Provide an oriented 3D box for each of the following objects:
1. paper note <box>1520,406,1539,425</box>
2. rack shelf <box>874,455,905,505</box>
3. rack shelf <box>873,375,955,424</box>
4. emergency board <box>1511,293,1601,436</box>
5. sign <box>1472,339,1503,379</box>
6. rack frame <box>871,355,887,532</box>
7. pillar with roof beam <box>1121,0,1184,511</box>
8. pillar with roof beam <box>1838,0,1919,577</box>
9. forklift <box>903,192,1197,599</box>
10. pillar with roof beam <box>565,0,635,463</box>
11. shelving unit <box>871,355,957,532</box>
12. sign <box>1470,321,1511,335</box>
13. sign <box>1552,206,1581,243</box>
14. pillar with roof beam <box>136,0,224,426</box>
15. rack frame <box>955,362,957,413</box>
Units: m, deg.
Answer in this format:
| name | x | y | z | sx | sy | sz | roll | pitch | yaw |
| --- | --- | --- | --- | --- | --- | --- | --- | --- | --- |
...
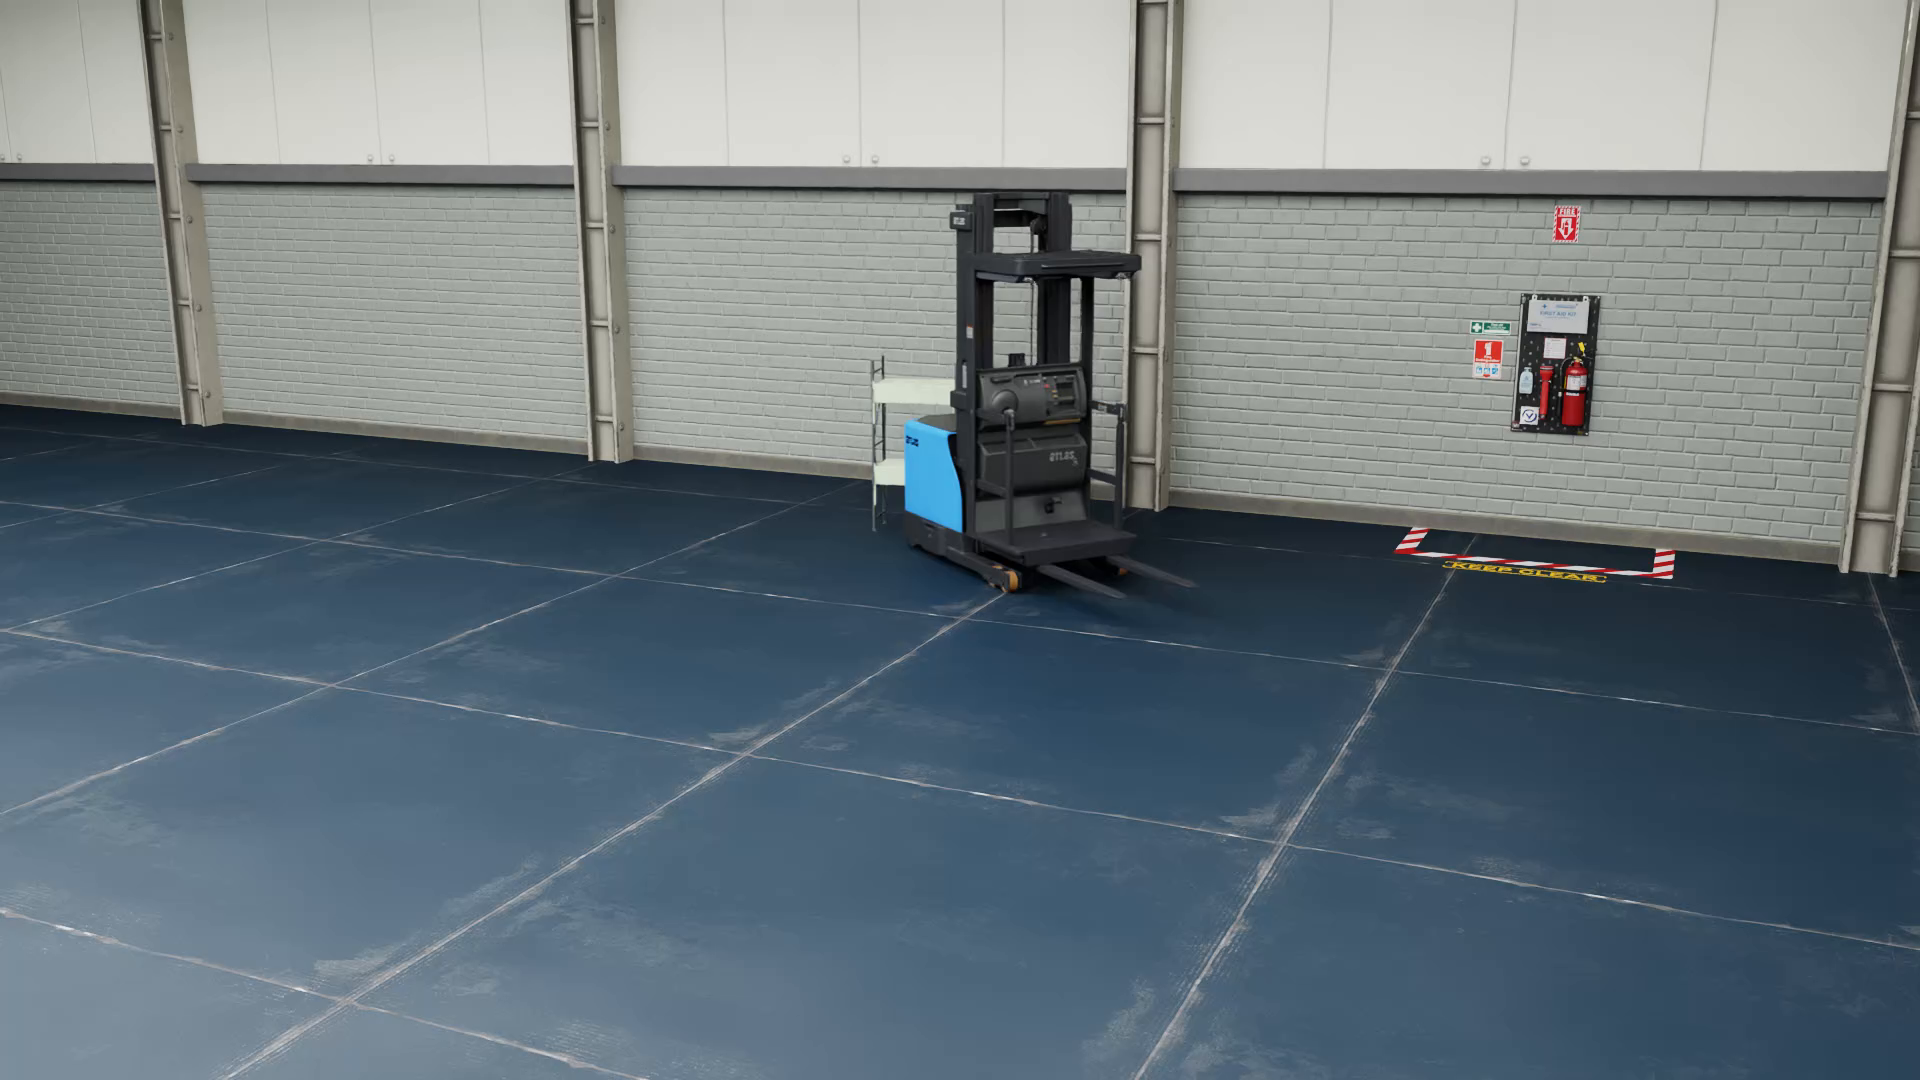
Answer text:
| name | x | y | z | sx | sy | sz | roll | pitch | yaw |
| --- | --- | --- | --- | --- | --- | --- | --- | --- | --- |
| paper note | 4.835 | -1.057 | 14.122 | 0.142 | 0.148 | 0.016 | 6 | 14 | 23 |
| rack shelf | -0.354 | -0.513 | 14.586 | 0.720 | 0.370 | 0.431 | 3 | 13 | 11 |
| rack shelf | -0.354 | -1.211 | 14.423 | 0.720 | 0.370 | 0.431 | 3 | 13 | 11 |
| emergency board | 4.969 | -1.455 | 13.890 | 0.643 | 1.169 | 0.194 | 6 | 14 | 23 |
| sign | 4.506 | -1.545 | 14.196 | 0.234 | 0.329 | 0.001 | 6 | 14 | 23 |
| rack frame | -0.712 | -0.848 | 14.584 | 0.023 | 1.500 | 0.400 | 3 | 13 | 11 |
| pillar with roof beam | -0.016 | -3.795 | 10.730 | 0.400 | 9.000 | 9.100 | 6 | 14 | 23 |
| pillar with roof beam | 5.470 | -3.240 | 8.364 | 0.400 | 9.000 | 9.100 | 6 | 14 | 23 |
| forklift | 0.673 | -1.147 | 12.728 | 1.130 | 2.935 | 3.031 | -7 | 15 | -28 |
| pillar with roof beam | -5.502 | -4.350 | 13.096 | 0.400 | 9.000 | 9.100 | 6 | 14 | 23 |
| shelving unit | -0.354 | -0.831 | 14.512 | 0.755 | 1.500 | 0.431 | 3 | 13 | 11 |
| sign | 4.506 | -1.801 | 14.126 | 0.331 | 0.109 | 0.001 | 6 | 14 | 23 |
| sign | 5.002 | -2.605 | 13.717 | 0.199 | 0.298 | 0.001 | 6 | 14 | 23 |
| pillar with roof beam | -10.988 | -4.906 | 15.462 | 0.400 | 9.000 | 9.100 | 6 | 14 | 23 |
| rack frame | 0.004 | -0.814 | 14.439 | 0.023 | 1.500 | 0.400 | 3 | 13 | 11 |
